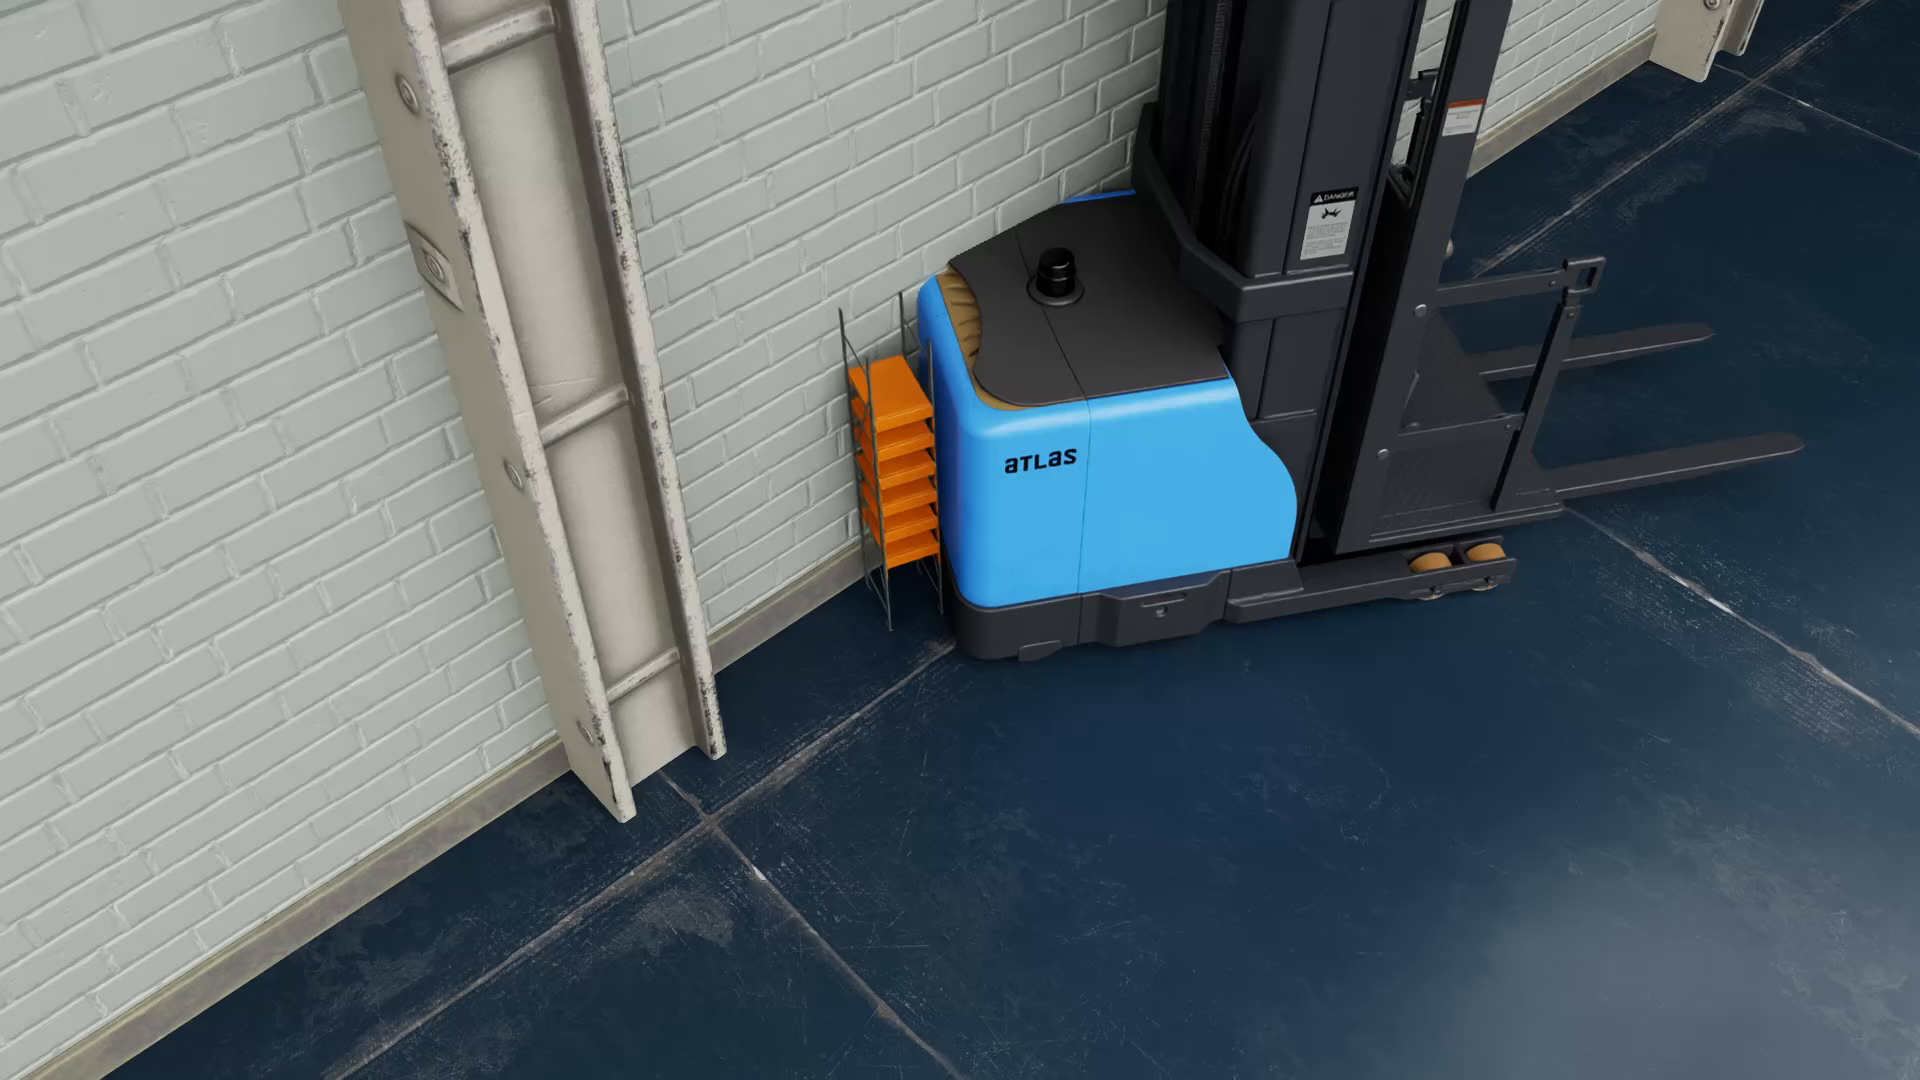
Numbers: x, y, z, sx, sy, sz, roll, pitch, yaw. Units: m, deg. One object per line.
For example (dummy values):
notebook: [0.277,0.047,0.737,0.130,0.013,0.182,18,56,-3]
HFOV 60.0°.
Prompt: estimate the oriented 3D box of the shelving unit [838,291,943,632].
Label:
shelving unit: [-0.200,-0.205,5.118,0.189,1.200,0.258,-18,50,-14]

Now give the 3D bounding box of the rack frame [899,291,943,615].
rack frame: [-0.116,-0.232,5.140,0.006,1.200,0.240,-18,50,-14]

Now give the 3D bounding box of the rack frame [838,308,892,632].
rack frame: [-0.285,-0.178,5.097,0.006,1.200,0.240,-18,50,-14]

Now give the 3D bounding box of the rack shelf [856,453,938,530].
rack shelf: [-0.199,-0.176,5.151,0.180,0.103,0.258,-18,50,-14]

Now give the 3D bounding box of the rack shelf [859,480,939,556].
rack shelf: [-0.197,-0.096,5.241,0.180,0.103,0.258,-18,50,-14]

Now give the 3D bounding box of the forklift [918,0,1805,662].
forklift: [1.373,-1.165,4.831,3.031,2.935,1.130,-9,48,-8]

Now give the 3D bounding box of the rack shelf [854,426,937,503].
rack shelf: [-0.202,-0.255,5.062,0.180,0.103,0.258,-18,50,-14]

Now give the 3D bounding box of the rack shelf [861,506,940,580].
rack shelf: [-0.194,-0.016,5.331,0.180,0.103,0.258,-18,50,-14]

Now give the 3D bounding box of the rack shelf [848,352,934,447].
rack shelf: [-0.207,-0.415,4.883,0.180,0.103,0.258,-18,50,-14]

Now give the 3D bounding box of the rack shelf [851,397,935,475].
rack shelf: [-0.204,-0.335,4.972,0.180,0.103,0.258,-18,50,-14]

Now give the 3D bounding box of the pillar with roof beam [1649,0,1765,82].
pillar with roof beam: [6.368,-3.010,2.405,0.400,9.000,9.100,-34,56,-27]
